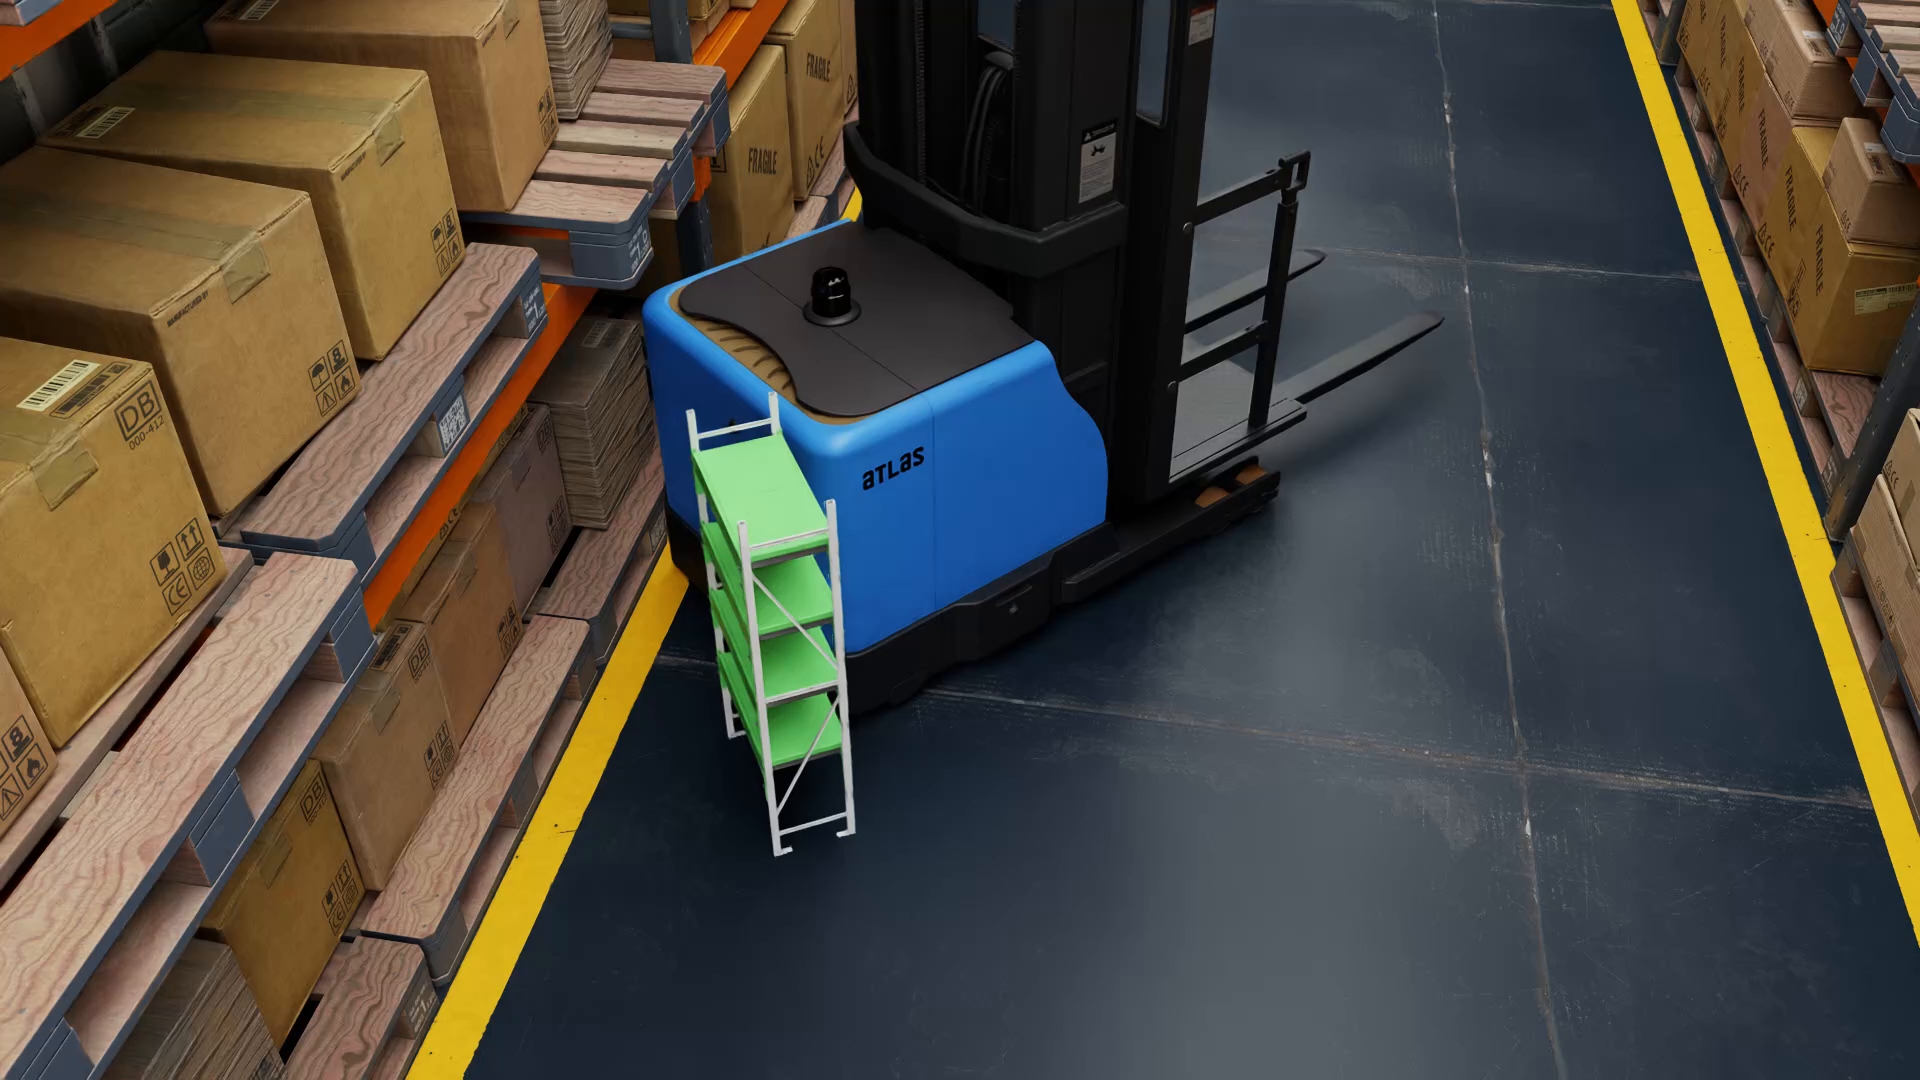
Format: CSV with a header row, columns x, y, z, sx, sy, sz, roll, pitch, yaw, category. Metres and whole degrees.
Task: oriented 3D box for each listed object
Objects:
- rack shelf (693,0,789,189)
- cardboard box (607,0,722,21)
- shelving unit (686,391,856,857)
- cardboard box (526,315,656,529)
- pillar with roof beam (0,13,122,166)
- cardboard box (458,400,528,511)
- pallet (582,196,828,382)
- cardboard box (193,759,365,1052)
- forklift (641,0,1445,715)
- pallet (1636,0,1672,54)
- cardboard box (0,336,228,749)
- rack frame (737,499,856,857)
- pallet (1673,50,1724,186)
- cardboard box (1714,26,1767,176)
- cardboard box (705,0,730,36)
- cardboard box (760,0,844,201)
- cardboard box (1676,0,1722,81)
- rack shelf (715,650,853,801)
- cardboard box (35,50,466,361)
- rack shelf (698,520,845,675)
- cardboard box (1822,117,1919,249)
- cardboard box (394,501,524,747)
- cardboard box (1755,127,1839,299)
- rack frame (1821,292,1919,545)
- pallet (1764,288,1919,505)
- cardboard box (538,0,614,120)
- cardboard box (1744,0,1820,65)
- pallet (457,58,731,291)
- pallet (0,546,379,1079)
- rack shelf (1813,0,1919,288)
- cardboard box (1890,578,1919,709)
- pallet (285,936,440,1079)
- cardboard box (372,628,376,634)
x,y,z,sx,sy,sz,roll,pitch,yaw,category
-1.032,-2.650,7.165,1.077,0.370,4.000,6,40,8,rack shelf
-1.042,-2.109,5.620,0.500,0.500,0.500,8,40,9,cardboard box
-0.501,0.252,4.504,0.258,1.200,0.503,-14,42,-16,shelving unit
-1.451,-0.420,5.521,0.700,0.500,0.500,7,40,8,cardboard box
1.785,-2.789,2.061,9.100,9.000,0.400,6,40,8,pillar with roof beam
-1.611,-0.359,4.858,0.500,0.250,0.500,7,40,9,cardboard box
-1.167,-1.084,6.895,1.003,0.211,1.213,6,40,8,pallet
-1.919,0.839,3.998,0.700,0.500,0.500,6,40,7,cardboard box
0.497,-1.385,5.125,3.031,2.935,1.130,-27,47,-29,forklift
4.314,-2.994,9.206,1.003,0.211,1.213,6,40,8,pallet
-1.845,-0.035,3.015,0.700,0.500,0.500,10,41,12,cardboard box
-0.412,0.396,4.329,0.240,1.200,0.015,-14,42,-16,rack frame
4.090,-2.049,8.063,1.003,0.211,1.213,6,40,8,pallet
3.695,-1.919,7.333,0.500,0.500,0.500,7,40,8,cardboard box
-1.041,-1.921,5.901,0.380,0.149,0.250,7,40,8,cardboard box
-0.963,-2.001,7.174,0.750,0.750,0.750,6,40,7,cardboard box
3.870,-2.568,8.118,0.500,0.500,0.500,5,40,6,cardboard box
-0.501,0.486,4.698,0.258,0.148,0.480,-14,42,-16,rack shelf
-1.643,-0.799,3.939,0.700,0.500,0.500,6,40,8,cardboard box
-0.501,0.116,4.392,0.258,0.148,0.480,-14,42,-16,rack shelf
3.438,-1.272,5.962,0.500,0.250,0.500,8,40,9,cardboard box
-1.713,0.205,4.764,0.700,0.500,0.500,6,40,7,cardboard box
3.522,-1.272,6.550,0.500,0.500,0.500,5,40,6,cardboard box
3.502,-1.128,4.760,1.000,3.000,0.127,6,40,8,rack frame
3.668,-0.518,6.210,1.003,0.211,1.213,6,40,8,pallet
-1.449,-1.584,4.888,0.700,0.500,0.500,2,40,2,cardboard box
3.697,-2.229,7.120,0.500,0.250,0.500,6,40,8,cardboard box
-1.396,-1.139,4.924,1.213,0.211,1.003,6,40,8,pallet
-1.794,0.449,3.004,1.003,0.211,1.213,6,40,8,pallet
3.848,-2.106,6.507,1.077,0.370,4.000,6,40,8,rack shelf
3.036,0.382,4.762,0.500,0.250,0.500,5,40,6,cardboard box
-1.937,1.425,3.861,1.003,0.211,1.213,6,40,8,pallet
-1.800,0.276,4.090,0.500,0.250,0.500,5,40,6,cardboard box
